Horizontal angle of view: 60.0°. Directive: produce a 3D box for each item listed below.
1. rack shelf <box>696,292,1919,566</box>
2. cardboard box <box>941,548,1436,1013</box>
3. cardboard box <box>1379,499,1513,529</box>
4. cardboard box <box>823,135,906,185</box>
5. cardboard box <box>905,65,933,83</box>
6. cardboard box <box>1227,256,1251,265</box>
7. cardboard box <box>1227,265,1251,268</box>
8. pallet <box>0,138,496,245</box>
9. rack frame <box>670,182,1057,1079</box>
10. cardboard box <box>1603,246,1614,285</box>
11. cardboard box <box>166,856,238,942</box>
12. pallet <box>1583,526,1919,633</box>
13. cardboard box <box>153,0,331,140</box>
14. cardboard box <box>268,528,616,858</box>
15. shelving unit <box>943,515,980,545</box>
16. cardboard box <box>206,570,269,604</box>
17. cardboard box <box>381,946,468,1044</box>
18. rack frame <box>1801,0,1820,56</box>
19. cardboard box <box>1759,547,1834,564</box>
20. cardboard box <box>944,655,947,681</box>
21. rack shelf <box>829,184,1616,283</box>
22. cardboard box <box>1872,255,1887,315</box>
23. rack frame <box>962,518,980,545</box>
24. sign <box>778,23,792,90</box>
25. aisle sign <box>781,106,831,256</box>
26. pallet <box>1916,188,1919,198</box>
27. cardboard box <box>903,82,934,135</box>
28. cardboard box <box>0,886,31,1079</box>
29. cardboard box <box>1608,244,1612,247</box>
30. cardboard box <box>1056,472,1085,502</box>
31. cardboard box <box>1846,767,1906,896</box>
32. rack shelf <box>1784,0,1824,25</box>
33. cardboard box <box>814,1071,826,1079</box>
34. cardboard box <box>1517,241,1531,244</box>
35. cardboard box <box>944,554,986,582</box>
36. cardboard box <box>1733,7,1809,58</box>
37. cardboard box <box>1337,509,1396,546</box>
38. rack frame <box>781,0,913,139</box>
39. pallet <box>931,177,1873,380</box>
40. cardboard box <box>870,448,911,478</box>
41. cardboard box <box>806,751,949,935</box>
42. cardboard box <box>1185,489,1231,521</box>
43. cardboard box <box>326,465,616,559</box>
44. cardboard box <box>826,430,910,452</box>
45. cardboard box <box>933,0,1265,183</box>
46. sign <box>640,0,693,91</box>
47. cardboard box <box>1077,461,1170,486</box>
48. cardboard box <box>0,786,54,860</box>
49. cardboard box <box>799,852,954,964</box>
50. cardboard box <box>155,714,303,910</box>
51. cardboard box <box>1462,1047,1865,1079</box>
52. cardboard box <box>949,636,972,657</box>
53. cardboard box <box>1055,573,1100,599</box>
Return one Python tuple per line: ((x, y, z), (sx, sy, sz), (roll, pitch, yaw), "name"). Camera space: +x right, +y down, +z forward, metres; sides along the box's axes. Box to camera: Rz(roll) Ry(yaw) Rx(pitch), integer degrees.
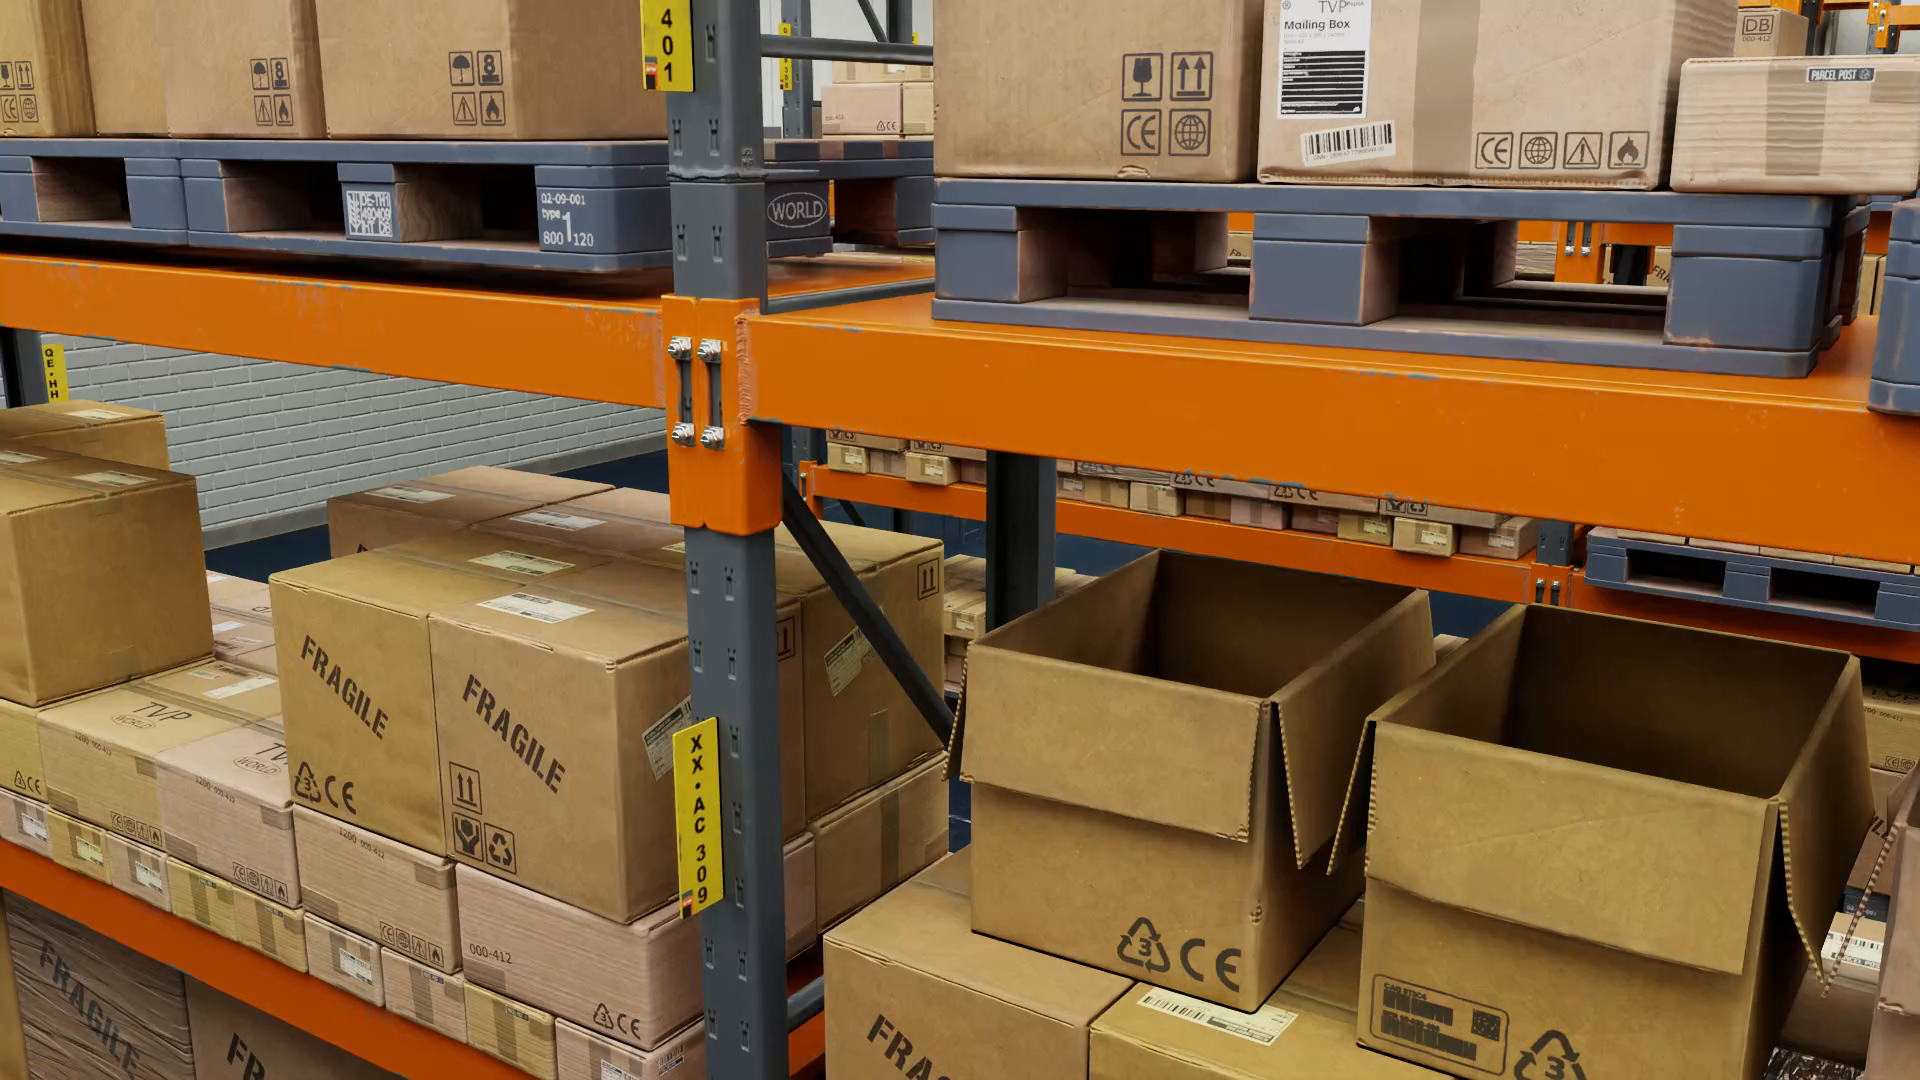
((1.535, -0.030, 1.956), (4.000, 0.370, 1.077), (9, 17, 33), "rack shelf")
((0.410, 0.357, 2.842), (0.637, 0.503, 0.797), (9, 16, 31), "cardboard box")
((2.169, -0.368, 7.241), (0.500, 0.500, 0.500), (9, 17, 33), "cardboard box")
((-0.361, -1.975, 8.629), (0.500, 0.250, 0.500), (10, 17, 35), "cardboard box")
((-0.064, -2.345, 8.253), (0.250, 0.149, 0.380), (9, 17, 33), "cardboard box")
((1.225, -1.163, 8.372), (0.500, 0.500, 0.500), (9, 16, 31), "cardboard box")
((1.338, -0.994, 7.687), (0.500, 0.500, 0.500), (10, 17, 34), "cardboard box")
((-1.805, -0.880, 4.077), (1.213, 0.211, 1.003), (9, 17, 33), "pallet")
((-0.124, 0.809, 3.314), (0.127, 3.000, 1.000), (9, 17, 33), "rack frame")
((4.444, -1.779, 11.478), (0.500, 0.500, 0.500), (9, 16, 32), "cardboard box")
((-1.627, 0.783, 3.941), (0.250, 0.149, 0.380), (9, 16, 32), "cardboard box")
((3.281, 0.058, 6.746), (1.213, 0.211, 1.003), (9, 17, 33), "pallet")
((-1.251, -1.114, 3.549), (0.500, 0.500, 0.700), (10, 17, 36), "cardboard box")
((-1.068, 0.297, 3.514), (0.500, 0.500, 0.500), (9, 17, 33), "cardboard box")
((0.012, -0.580, 12.671), (0.189, 1.200, 0.258), (9, 17, 33), "shelving unit")
((-2.473, 0.281, 5.139), (0.500, 0.250, 0.500), (9, 16, 32), "cardboard box")
((-0.987, 0.886, 3.524), (0.250, 0.149, 0.380), (9, 16, 32), "cardboard box")
((5.407, -4.079, 10.575), (0.127, 3.000, 1.000), (9, 17, 33), "rack frame")
((3.236, -0.034, 6.366), (0.250, 0.149, 0.380), (9, 17, 33), "cardboard box")
((-0.072, 0.630, 9.096), (0.250, 0.149, 0.380), (9, 17, 33), "cardboard box")
((1.068, -1.542, 8.063), (4.000, 0.370, 1.077), (9, 17, 33), "rack shelf")
((6.049, -1.522, 10.440), (0.500, 0.500, 0.500), (9, 17, 32), "cardboard box")
((0.088, -0.568, 12.622), (0.006, 1.200, 0.240), (9, 17, 33), "rack frame")
((-0.894, -2.475, 8.518), (0.005, 0.325, 0.100), (9, 17, 33), "sign")
((-0.819, -1.915, 8.906), (0.004, 0.787, 0.394), (9, 17, 33), "aisle sign")
((4.043, -1.289, 5.936), (1.003, 0.211, 1.213), (9, 17, 33), "pallet")
((0.062, -2.148, 8.289), (0.500, 0.250, 0.500), (9, 16, 32), "cardboard box")
((-2.868, 1.170, 5.403), (0.875, 0.875, 0.875), (9, 17, 33), "cardboard box")
((4.614, -2.086, 11.369), (0.250, 0.149, 0.380), (9, 17, 33), "cardboard box")
((0.614, -0.312, 8.365), (0.250, 0.149, 0.380), (9, 16, 32), "cardboard box")
((3.633, 1.065, 6.605), (0.500, 0.500, 0.500), (10, 17, 35), "cardboard box")
((7.066, -3.268, 9.626), (4.000, 0.370, 1.077), (9, 17, 33), "rack shelf")
((-0.627, 1.532, 3.940), (0.875, 0.875, 0.875), (9, 17, 33), "cardboard box")
((3.948, -2.178, 11.740), (0.250, 0.149, 0.380), (9, 16, 32), "cardboard box")
((-0.011, 0.209, 9.559), (0.250, 0.149, 0.380), (9, 17, 33), "cardboard box")
((2.981, -1.802, 6.537), (0.500, 0.500, 0.700), (9, 17, 33), "cardboard box")
((1.897, -0.097, 7.495), (0.250, 0.149, 0.380), (10, 17, 35), "cardboard box")
((-0.591, -3.615, 8.700), (0.127, 3.000, 1.000), (9, 17, 33), "rack frame")
((0.664, -0.441, 2.519), (1.217, 0.209, 0.805), (8, 16, 31), "pallet")
((-0.271, -0.446, 8.907), (0.250, 0.149, 0.380), (10, 17, 35), "cardboard box")
((-0.368, 0.622, 3.761), (0.500, 0.250, 0.500), (9, 16, 32), "cardboard box")
((1.273, -0.212, 7.958), (0.250, 0.149, 0.380), (9, 16, 32), "cardboard box")
((-1.218, 0.122, 4.222), (0.500, 0.500, 0.500), (9, 16, 31), "cardboard box")
((-0.373, -0.781, 8.907), (0.500, 0.500, 0.500), (10, 17, 35), "cardboard box")
((0.363, -0.824, 2.585), (0.500, 0.500, 0.700), (10, 17, 34), "cardboard box")
((-0.433, -0.826, 2.434), (0.005, 0.325, 0.100), (9, 17, 33), "sign")
((0.911, -0.579, 8.091), (0.500, 0.500, 0.500), (9, 16, 31), "cardboard box")
((-2.265, 0.680, 4.358), (0.250, 0.149, 0.380), (9, 16, 32), "cardboard box")
((-0.184, 0.825, 3.772), (0.250, 0.149, 0.380), (9, 17, 33), "cardboard box")
((-1.492, 0.593, 3.878), (0.500, 0.250, 0.500), (10, 17, 34), "cardboard box")
((0.951, 1.006, 2.308), (0.500, 0.500, 0.500), (9, 16, 32), "cardboard box")
((0.148, 0.517, 8.932), (0.250, 0.149, 0.380), (9, 17, 34), "cardboard box")
((0.631, 0.311, 9.147), (0.250, 0.149, 0.380), (8, 16, 31), "cardboard box")
